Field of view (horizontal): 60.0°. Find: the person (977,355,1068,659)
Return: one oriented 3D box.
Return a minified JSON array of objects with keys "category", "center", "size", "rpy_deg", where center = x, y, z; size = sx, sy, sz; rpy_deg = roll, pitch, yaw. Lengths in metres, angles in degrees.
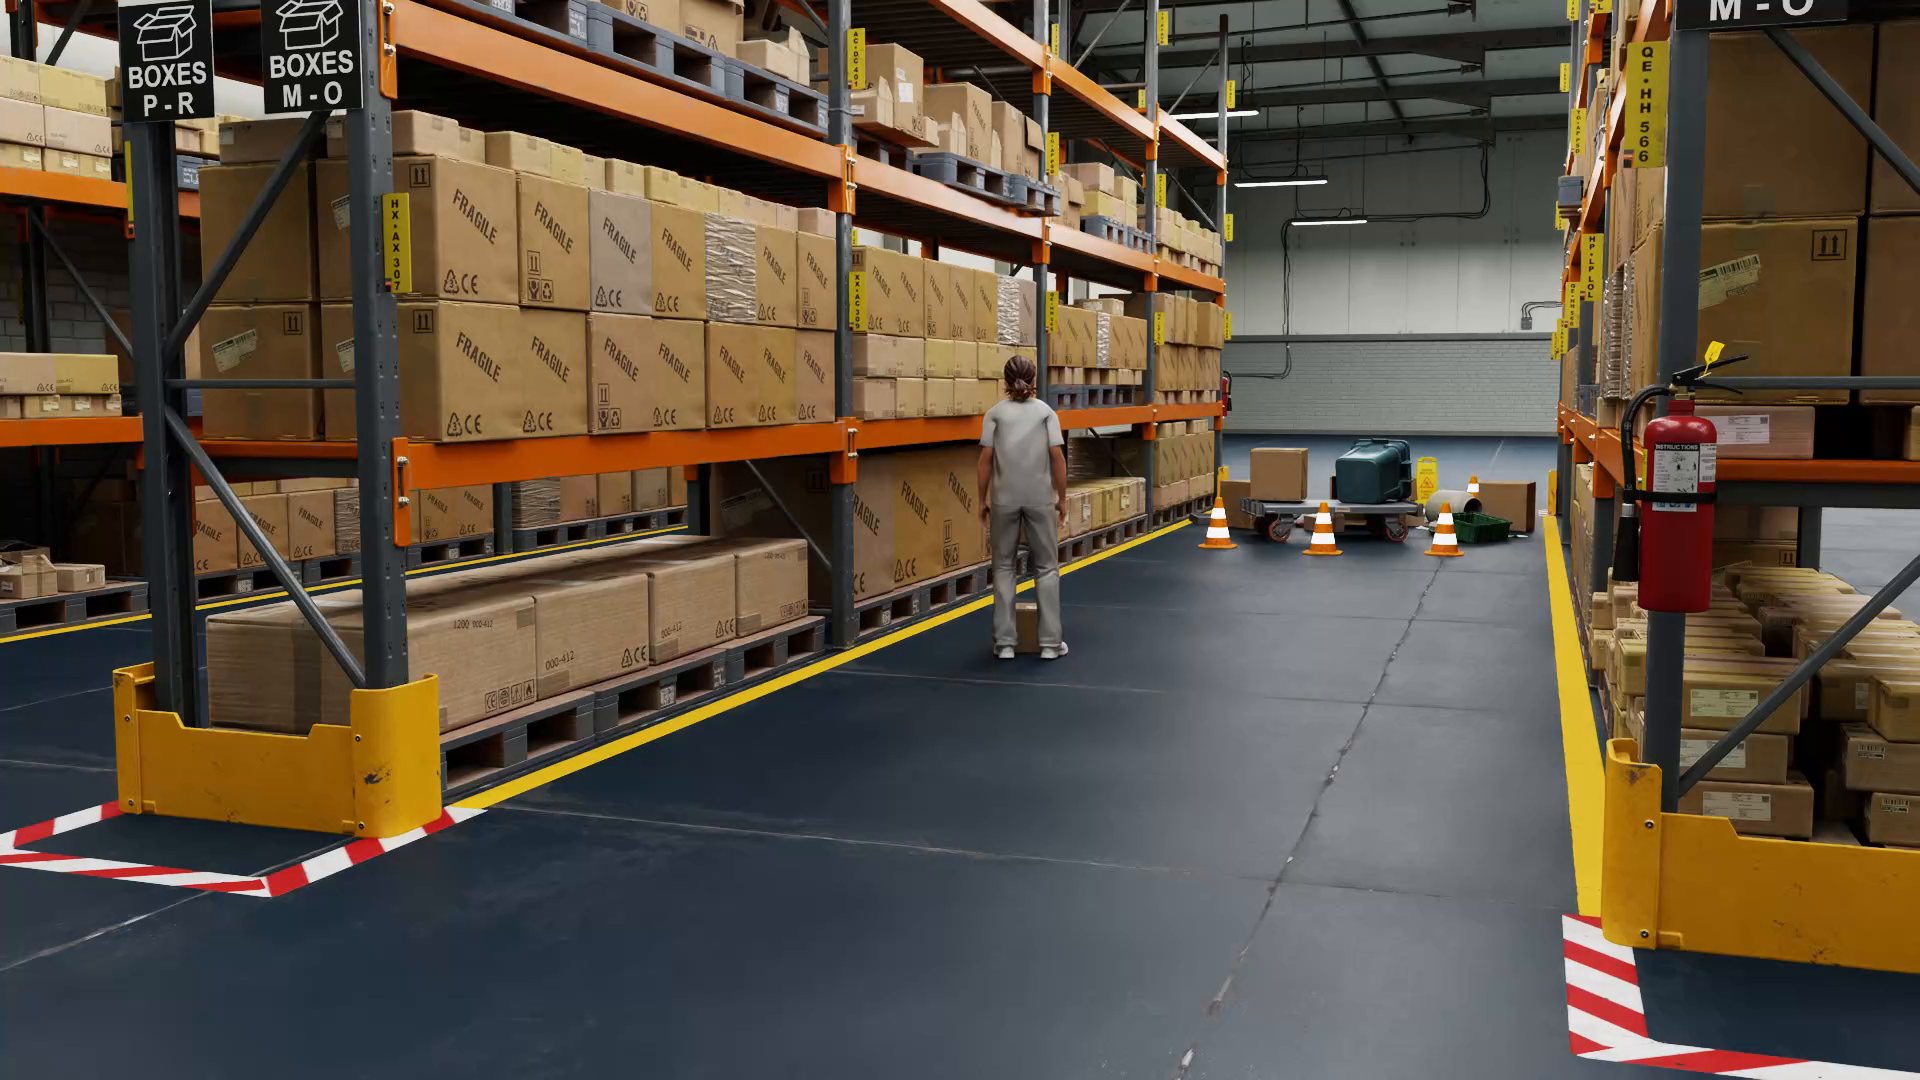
[{"category":"person","center":[0.349,-0.183,9.189],"size":[0.504,1.673,0.351],"rpy_deg":[0,5,4]}]
